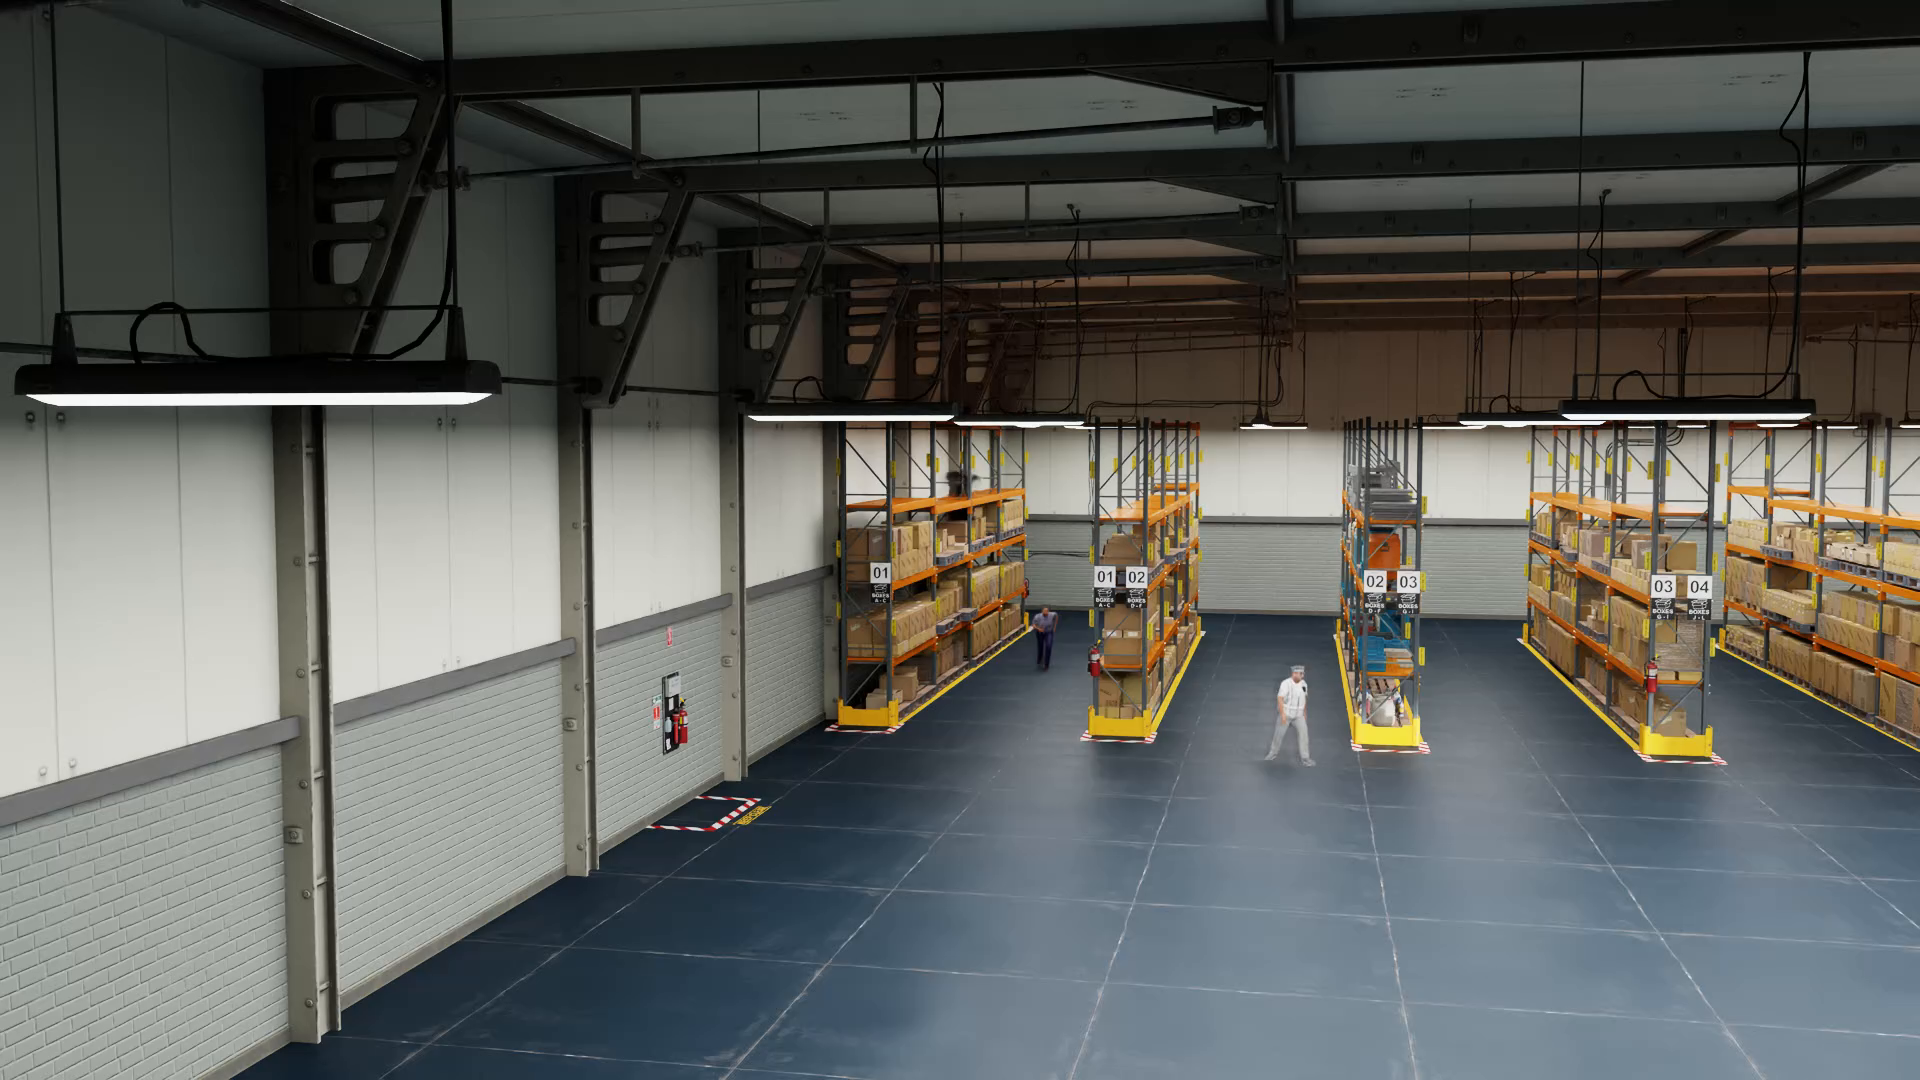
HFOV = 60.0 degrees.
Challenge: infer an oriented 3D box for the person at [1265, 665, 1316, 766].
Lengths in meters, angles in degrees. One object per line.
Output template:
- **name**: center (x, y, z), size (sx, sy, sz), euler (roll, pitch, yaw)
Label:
- **person**: center (5.724, 3.002, 28.703), size (0.691, 1.704, 0.909), euler (-1, 4, -22)

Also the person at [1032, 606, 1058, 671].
- **person**: center (2.042, 2.356, 40.345), size (0.651, 1.615, 0.952), euler (0, 4, -7)
